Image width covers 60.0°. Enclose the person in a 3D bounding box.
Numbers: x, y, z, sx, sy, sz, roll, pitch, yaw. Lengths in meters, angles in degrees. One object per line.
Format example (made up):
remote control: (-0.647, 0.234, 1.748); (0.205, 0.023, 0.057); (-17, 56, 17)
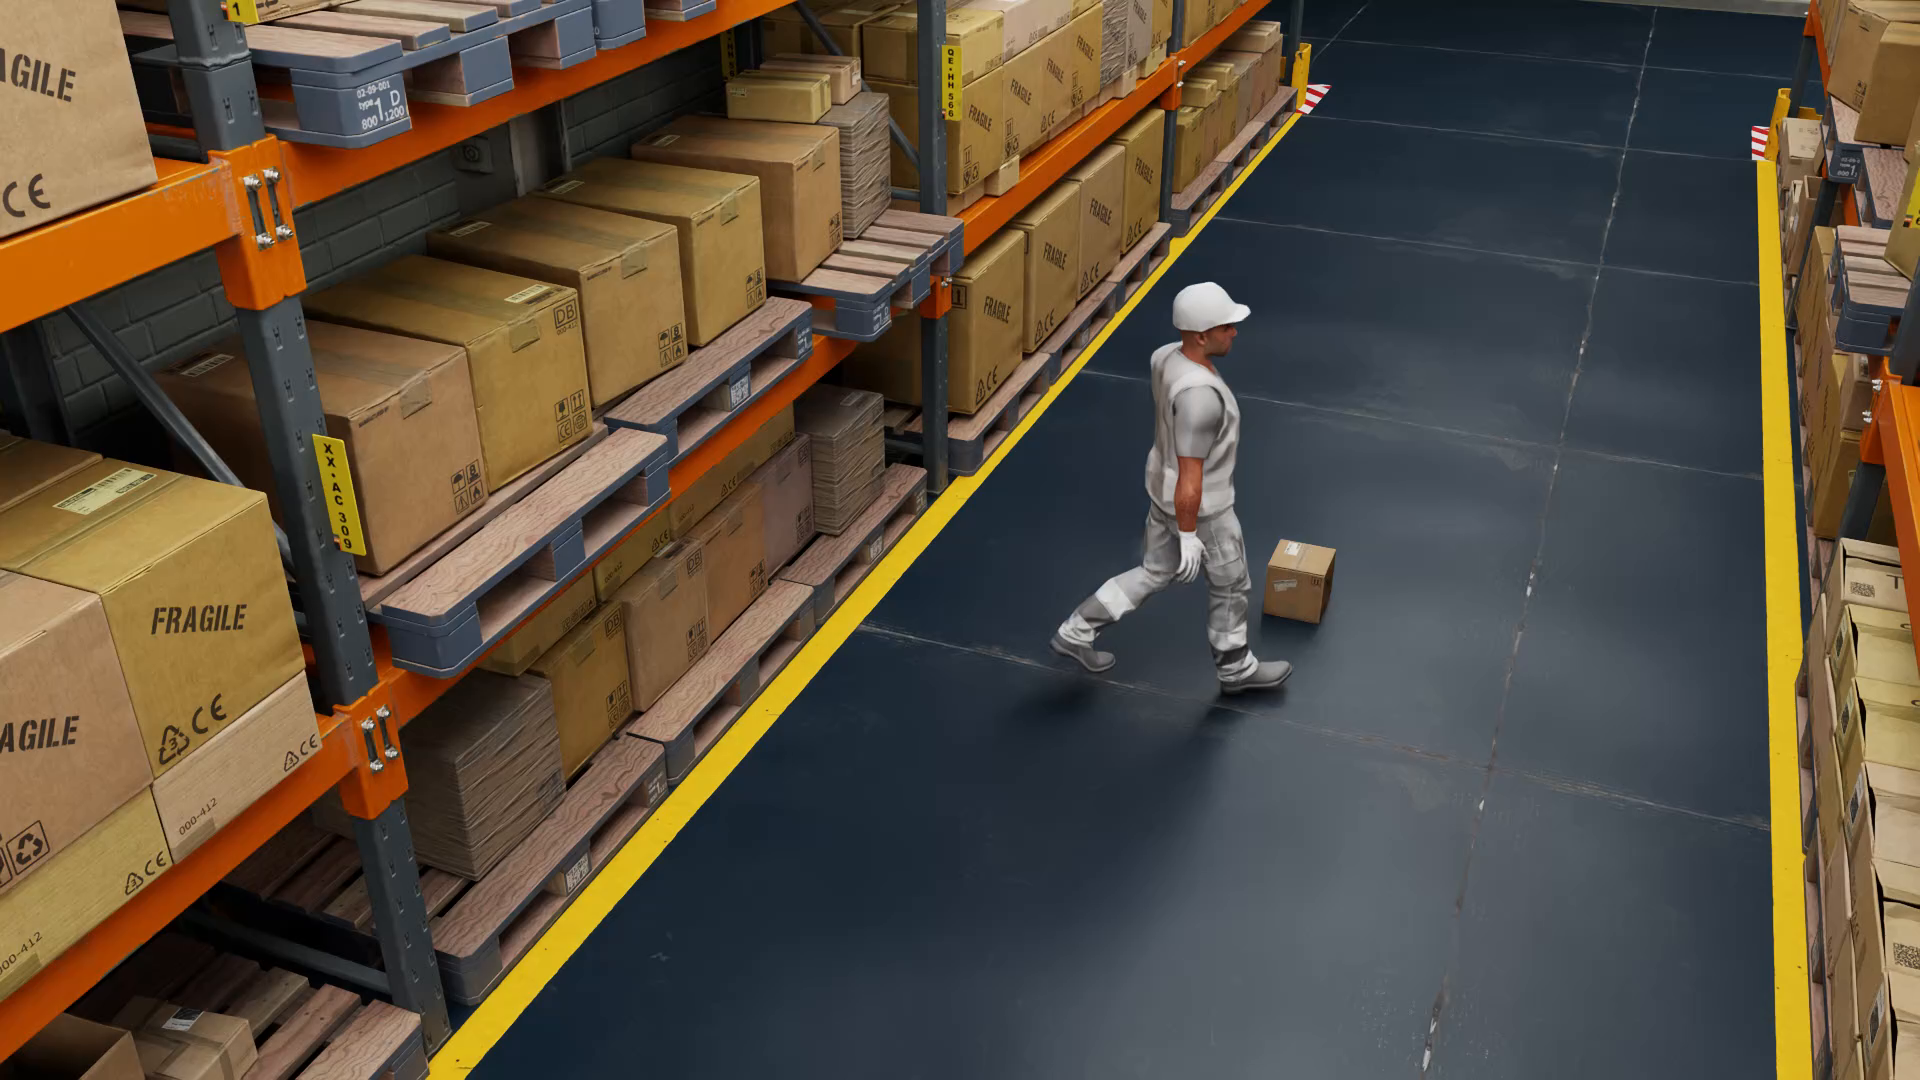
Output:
person: (0.867, -0.149, 6.378); (0.988, 1.765, 0.650); (-5, 30, -10)
